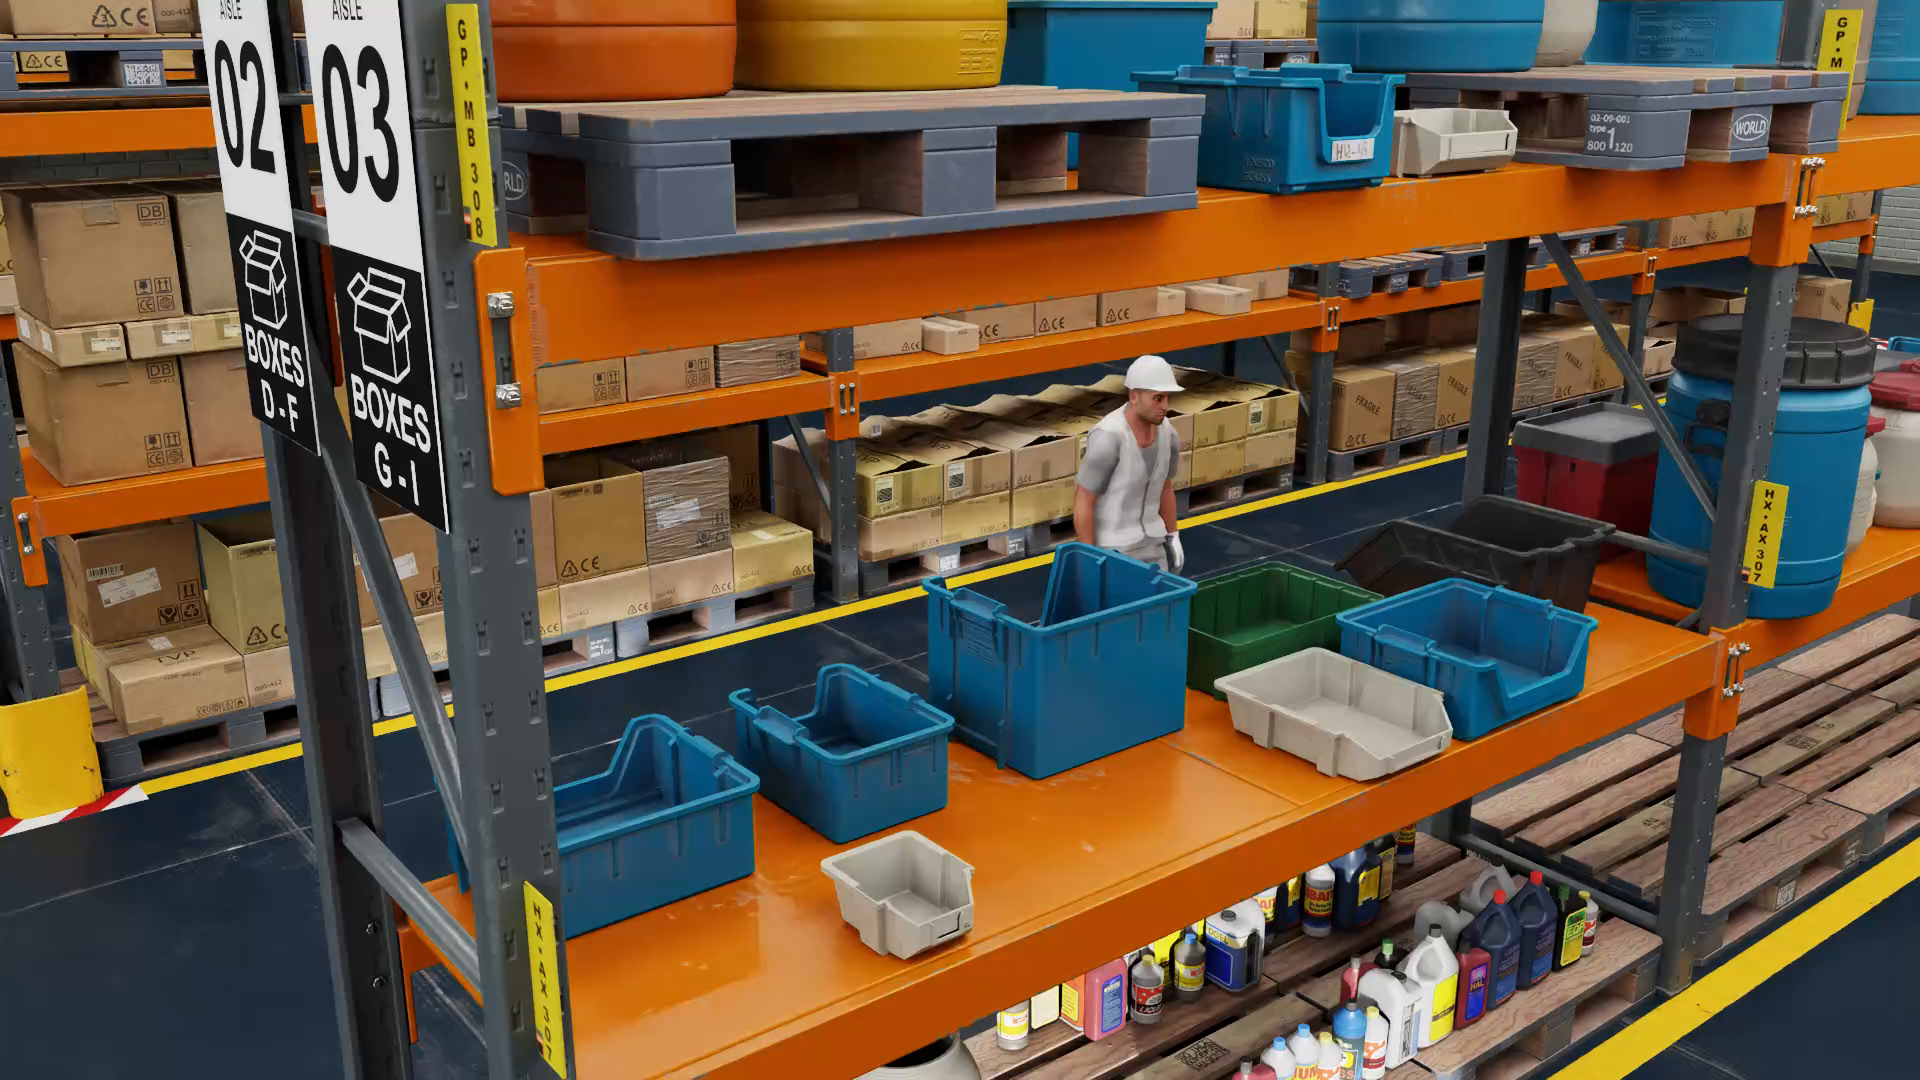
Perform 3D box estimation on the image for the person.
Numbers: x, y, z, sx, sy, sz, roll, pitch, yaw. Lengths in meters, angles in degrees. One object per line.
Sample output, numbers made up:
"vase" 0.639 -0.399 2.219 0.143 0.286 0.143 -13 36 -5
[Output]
"person" 0.758 0.059 7.339 0.579 1.778 0.453 -13 22 -36
